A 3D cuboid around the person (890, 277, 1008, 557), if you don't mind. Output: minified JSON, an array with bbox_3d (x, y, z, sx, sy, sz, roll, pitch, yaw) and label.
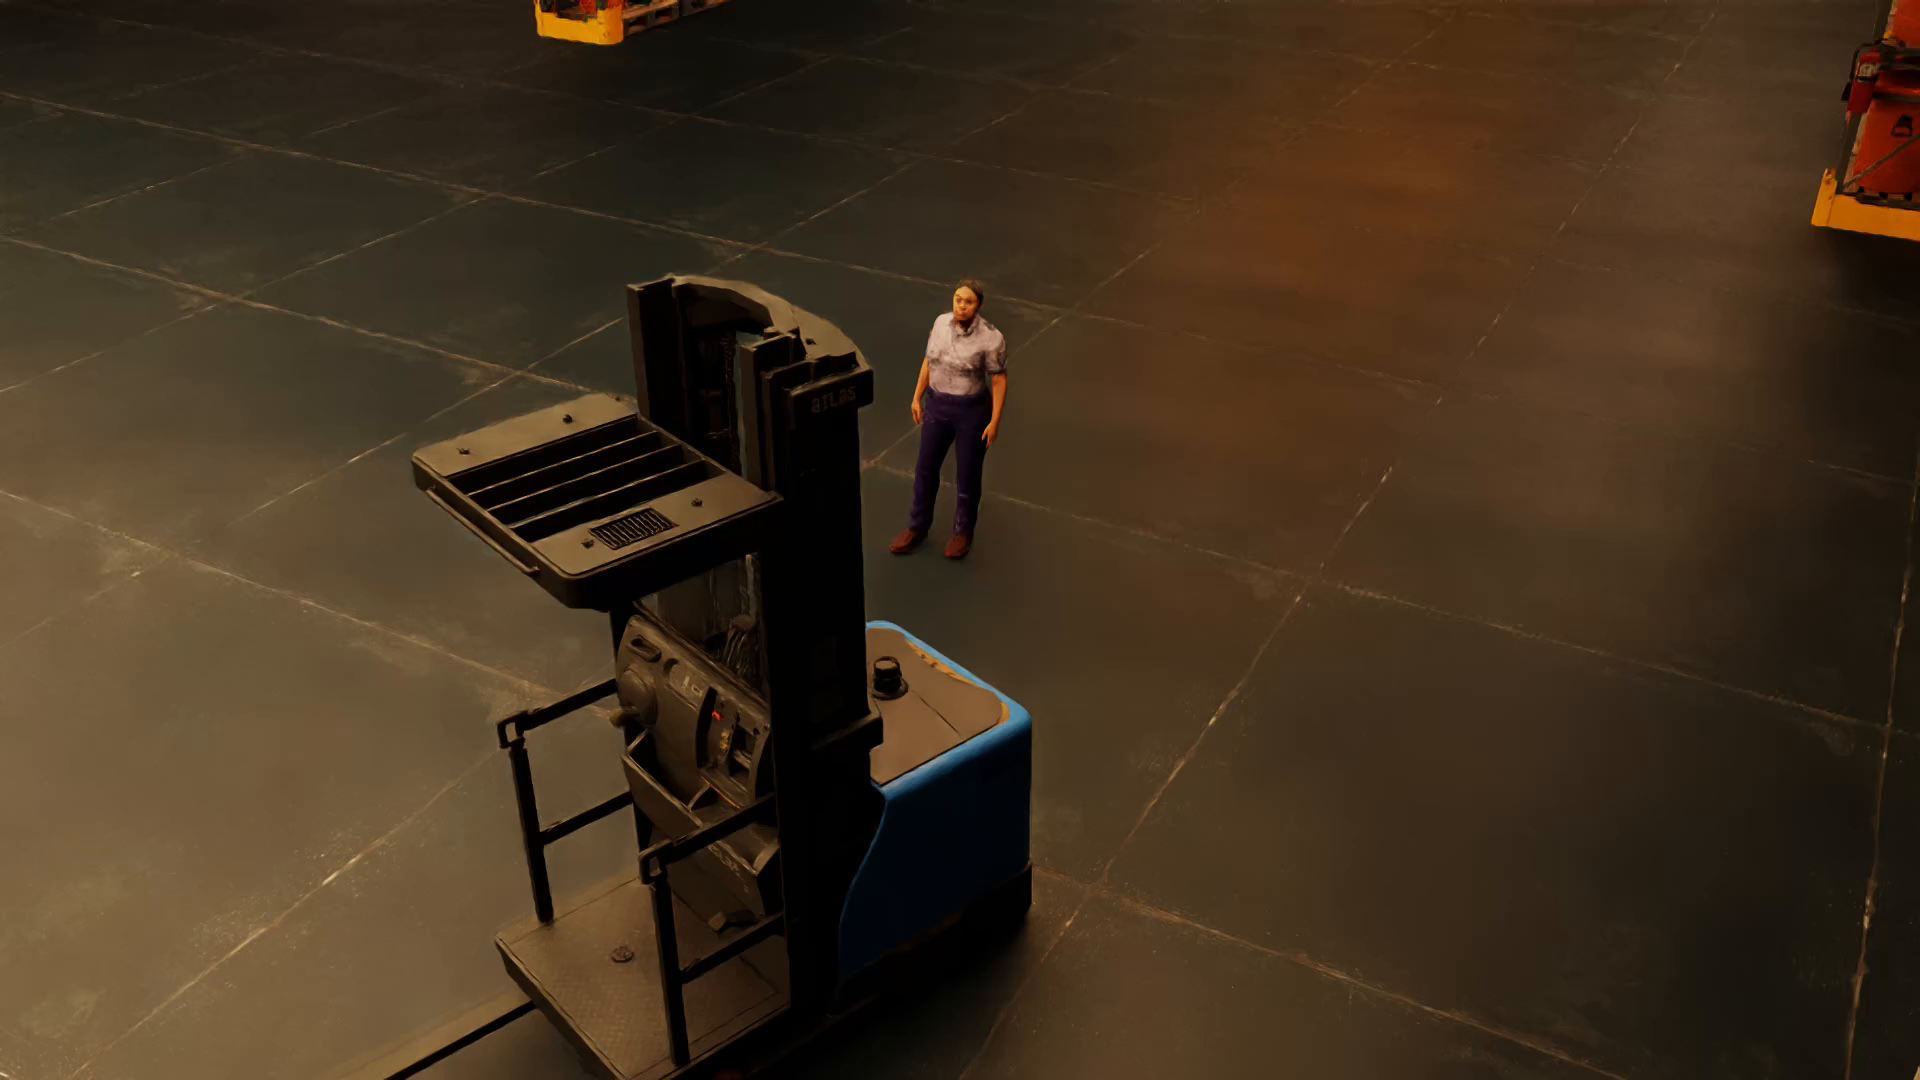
[{"bbox_3d":[-0.063,-0.686,9.529,0.599,1.650,0.502,15,33,25],"label":"person"}]

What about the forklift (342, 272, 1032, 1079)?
[{"bbox_3d":[-1.137,0.654,5.937,3.031,2.935,1.130,-24,37,-35],"label":"forklift"}]
